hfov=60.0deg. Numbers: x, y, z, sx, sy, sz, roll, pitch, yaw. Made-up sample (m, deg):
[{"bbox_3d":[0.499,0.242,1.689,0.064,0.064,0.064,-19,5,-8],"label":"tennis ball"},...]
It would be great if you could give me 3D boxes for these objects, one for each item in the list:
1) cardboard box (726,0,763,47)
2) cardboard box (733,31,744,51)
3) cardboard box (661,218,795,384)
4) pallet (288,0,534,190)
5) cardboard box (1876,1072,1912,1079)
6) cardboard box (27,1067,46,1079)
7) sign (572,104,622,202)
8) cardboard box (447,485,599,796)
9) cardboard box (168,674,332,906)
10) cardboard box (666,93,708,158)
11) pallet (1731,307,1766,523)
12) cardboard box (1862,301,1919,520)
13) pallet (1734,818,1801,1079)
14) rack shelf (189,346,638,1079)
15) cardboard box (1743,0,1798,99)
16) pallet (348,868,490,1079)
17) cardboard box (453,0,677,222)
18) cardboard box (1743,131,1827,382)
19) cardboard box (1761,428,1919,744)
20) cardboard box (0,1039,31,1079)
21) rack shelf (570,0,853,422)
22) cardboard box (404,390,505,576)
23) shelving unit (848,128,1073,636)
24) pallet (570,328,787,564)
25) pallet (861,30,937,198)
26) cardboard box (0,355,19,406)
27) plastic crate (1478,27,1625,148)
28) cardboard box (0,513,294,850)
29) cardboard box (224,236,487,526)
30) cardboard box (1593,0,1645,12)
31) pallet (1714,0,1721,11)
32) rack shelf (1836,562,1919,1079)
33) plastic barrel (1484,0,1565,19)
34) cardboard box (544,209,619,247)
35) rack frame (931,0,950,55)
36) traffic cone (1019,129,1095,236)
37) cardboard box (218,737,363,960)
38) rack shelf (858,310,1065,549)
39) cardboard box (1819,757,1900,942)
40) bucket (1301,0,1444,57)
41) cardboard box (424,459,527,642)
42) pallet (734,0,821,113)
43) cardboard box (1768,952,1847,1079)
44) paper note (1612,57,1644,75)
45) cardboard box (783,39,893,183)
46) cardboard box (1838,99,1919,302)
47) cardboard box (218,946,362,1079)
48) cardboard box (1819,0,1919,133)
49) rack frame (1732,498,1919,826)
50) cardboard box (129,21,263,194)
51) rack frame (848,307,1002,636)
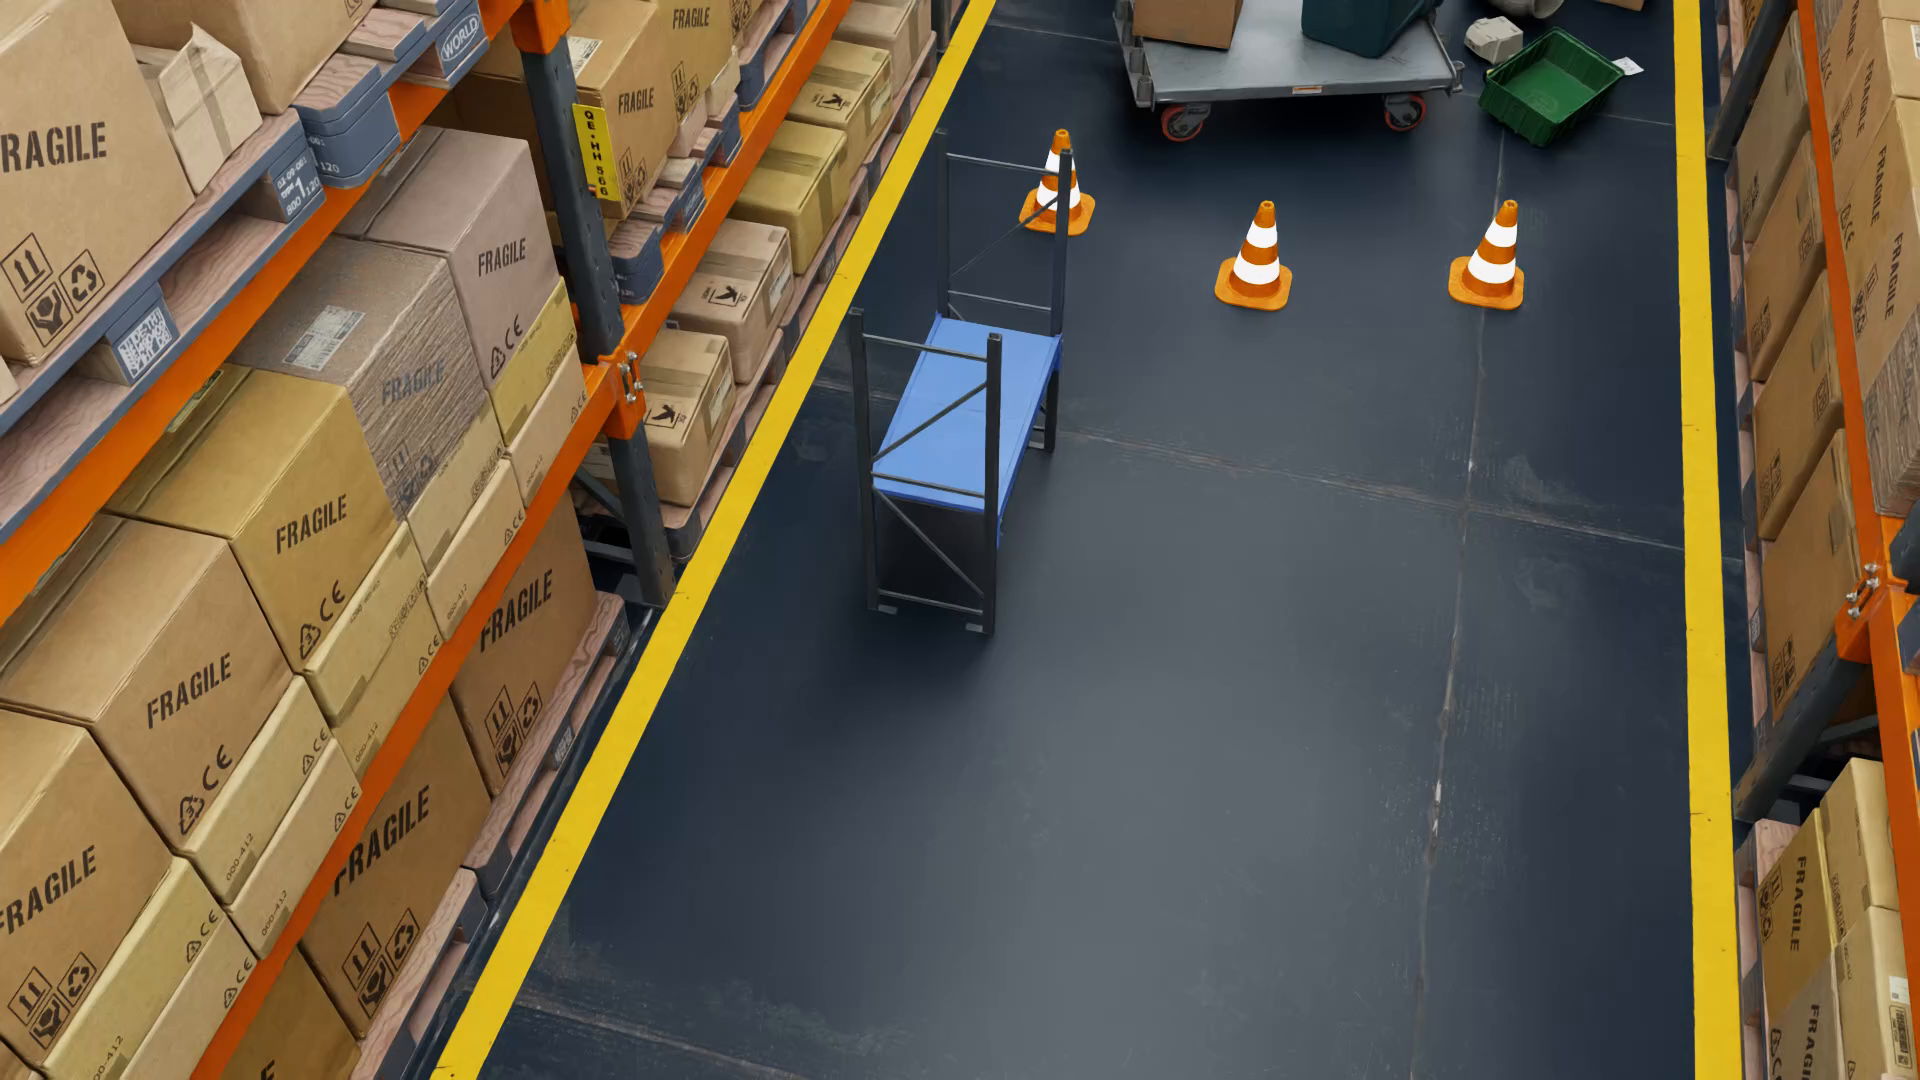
[{"bbox_3d":[-1.000,-2.176,6.044,0.500,0.500,0.500,12,50,11],"label":"cardboard box"},{"bbox_3d":[-1.037,-1.888,6.222,0.380,0.149,0.250,14,50,12],"label":"cardboard box"},{"bbox_3d":[-1.260,-1.074,7.088,0.950,0.372,0.625,11,49,9],"label":"cardboard box"},{"bbox_3d":[-1.724,-1.316,3.955,1.213,0.211,1.003,14,50,12],"label":"pallet"},{"bbox_3d":[2.506,1.655,4.095,0.500,0.250,0.500,12,50,10],"label":"cardboard box"},{"bbox_3d":[-2.160,1.270,3.314,0.500,0.250,0.500,12,50,11],"label":"cardboard box"},{"bbox_3d":[-1.069,-1.138,4.900,0.100,0.325,0.005,12,50,10],"label":"sign"},{"bbox_3d":[-1.867,0.185,5.642,0.875,0.875,0.875,11,50,10],"label":"cardboard box"},{"bbox_3d":[-1.870,0.544,3.955,0.500,0.250,0.500,10,49,9],"label":"cardboard box"},{"bbox_3d":[-1.117,-1.503,5.882,0.380,0.149,0.250,9,49,8],"label":"cardboard box"},{"bbox_3d":[3.800,-0.471,6.944,1.003,0.211,1.213,12,50,10],"label":"pallet"},{"bbox_3d":[3.056,-0.370,4.928,0.500,0.500,0.500,12,50,10],"label":"cardboard box"},{"bbox_3d":[2.990,1.529,5.178,1.003,0.211,1.213,12,50,10],"label":"pallet"},{"bbox_3d":[-2.132,0.822,4.422,1.077,0.370,4.000,12,50,10],"label":"rack shelf"},{"bbox_3d":[4.483,-2.729,8.214,0.875,0.875,0.875,12,50,11],"label":"cardboard box"},{"bbox_3d":[-2.209,1.496,5.208,1.003,0.211,1.213,12,50,10],"label":"pallet"},{"bbox_3d":[-1.264,-1.412,5.370,0.500,0.500,0.500,10,49,9],"label":"cardboard box"},{"bbox_3d":[3.915,-1.083,6.844,1.050,0.750,0.750,12,50,10],"label":"cardboard box"},{"bbox_3d":[3.444,0.224,5.691,1.050,0.750,0.750,11,49,10],"label":"cardboard box"},{"bbox_3d":[-2.158,1.032,3.024,0.500,0.500,0.500,11,50,10],"label":"cardboard box"},{"bbox_3d":[-1.079,-2.071,6.976,1.077,0.370,4.000,12,50,10],"label":"rack shelf"},{"bbox_3d":[-1.619,-0.206,4.617,0.500,0.250,0.500,10,49,9],"label":"cardboard box"},{"bbox_3d":[0.022,-0.558,6.161,0.538,1.500,1.048,12,50,10],"label":"shelving unit"},{"bbox_3d":[-1.398,-0.504,6.973,1.003,0.211,1.213,12,50,10],"label":"pallet"},{"bbox_3d":[-0.756,-2.269,8.531,1.003,0.211,1.213,12,50,10],"label":"pallet"},{"bbox_3d":[-1.839,-0.308,2.749,0.396,0.266,0.258,15,50,13],"label":"cardboard box"},{"bbox_3d":[3.031,-2.325,8.557,0.662,0.188,0.450,-37,68,-28],"label":"plastic crate"},{"bbox_3d":[-1.893,0.295,3.675,0.500,0.500,0.500,11,49,9],"label":"cardboard box"},{"bbox_3d":[-1.616,-0.428,4.312,0.500,0.500,0.500,12,50,11],"label":"cardboard box"},{"bbox_3d":[3.668,-3.351,9.291,0.500,0.500,0.500,19,51,16],"label":"cardboard box"},{"bbox_3d":[4.844,-3.349,9.484,1.003,0.211,1.213,12,50,10],"label":"pallet"},{"bbox_3d":[2.670,1.726,3.624,1.077,0.370,4.000,12,50,10],"label":"rack shelf"},{"bbox_3d":[3.068,-3.123,9.142,0.421,0.421,0.512,-27,54,-22],"label":"plastic barrel"},{"bbox_3d":[-1.340,-1.116,5.541,0.380,0.149,0.250,9,49,8],"label":"cardboard box"},{"bbox_3d":[-0.552,-3.755,7.983,1.000,3.000,0.127,12,50,10],"label":"rack frame"},{"bbox_3d":[0.472,-1.743,7.898,0.336,0.463,0.334,12,50,10],"label":"traffic cone"},{"bbox_3d":[-1.862,0.713,4.139,0.500,0.250,0.500,11,49,9],"label":"cardboard box"},{"bbox_3d":[0.022,-0.439,6.296,0.538,0.185,1.000,12,50,10],"label":"rack shelf"},{"bbox_3d":[2.782,0.933,4.732,0.500,0.250,0.500,10,49,8],"label":"cardboard box"},{"bbox_3d":[2.061,-2.825,8.331,0.726,0.611,0.620,28,64,22],"label":"bucket"},{"bbox_3d":[-1.607,-0.023,4.788,0.500,0.250,0.500,12,50,11],"label":"cardboard box"},{"bbox_3d":[-1.124,-2.239,6.772,1.003,0.211,1.213,12,50,10],"label":"pallet"},{"bbox_3d":[2.636,1.555,4.683,0.500,0.500,0.500,12,50,10],"label":"cardboard box"},{"bbox_3d":[3.553,-2.534,8.885,0.147,0.020,0.142,-19,51,-16],"label":"paper note"},{"bbox_3d":[-0.874,-2.124,8.016,0.950,0.372,0.625,14,50,12],"label":"cardboard box"},{"bbox_3d":[3.321,-1.092,5.566,0.500,0.500,0.500,11,49,9],"label":"cardboard box"},{"bbox_3d":[-2.342,1.476,4.503,0.875,0.875,0.875,13,50,11],"label":"cardboard box"},{"bbox_3d":[3.585,-1.831,6.218,0.500,0.500,0.500,11,50,10],"label":"cardboard box"},{"bbox_3d":[3.197,0.042,4.632,1.000,3.000,0.127,12,50,10],"label":"rack frame"},{"bbox_3d":[-1.630,-0.884,3.257,0.396,0.266,0.258,10,49,9],"label":"cardboard box"},{"bbox_3d":[-0.111,-0.190,5.836,0.500,1.500,0.032,12,50,10],"label":"rack frame"}]
